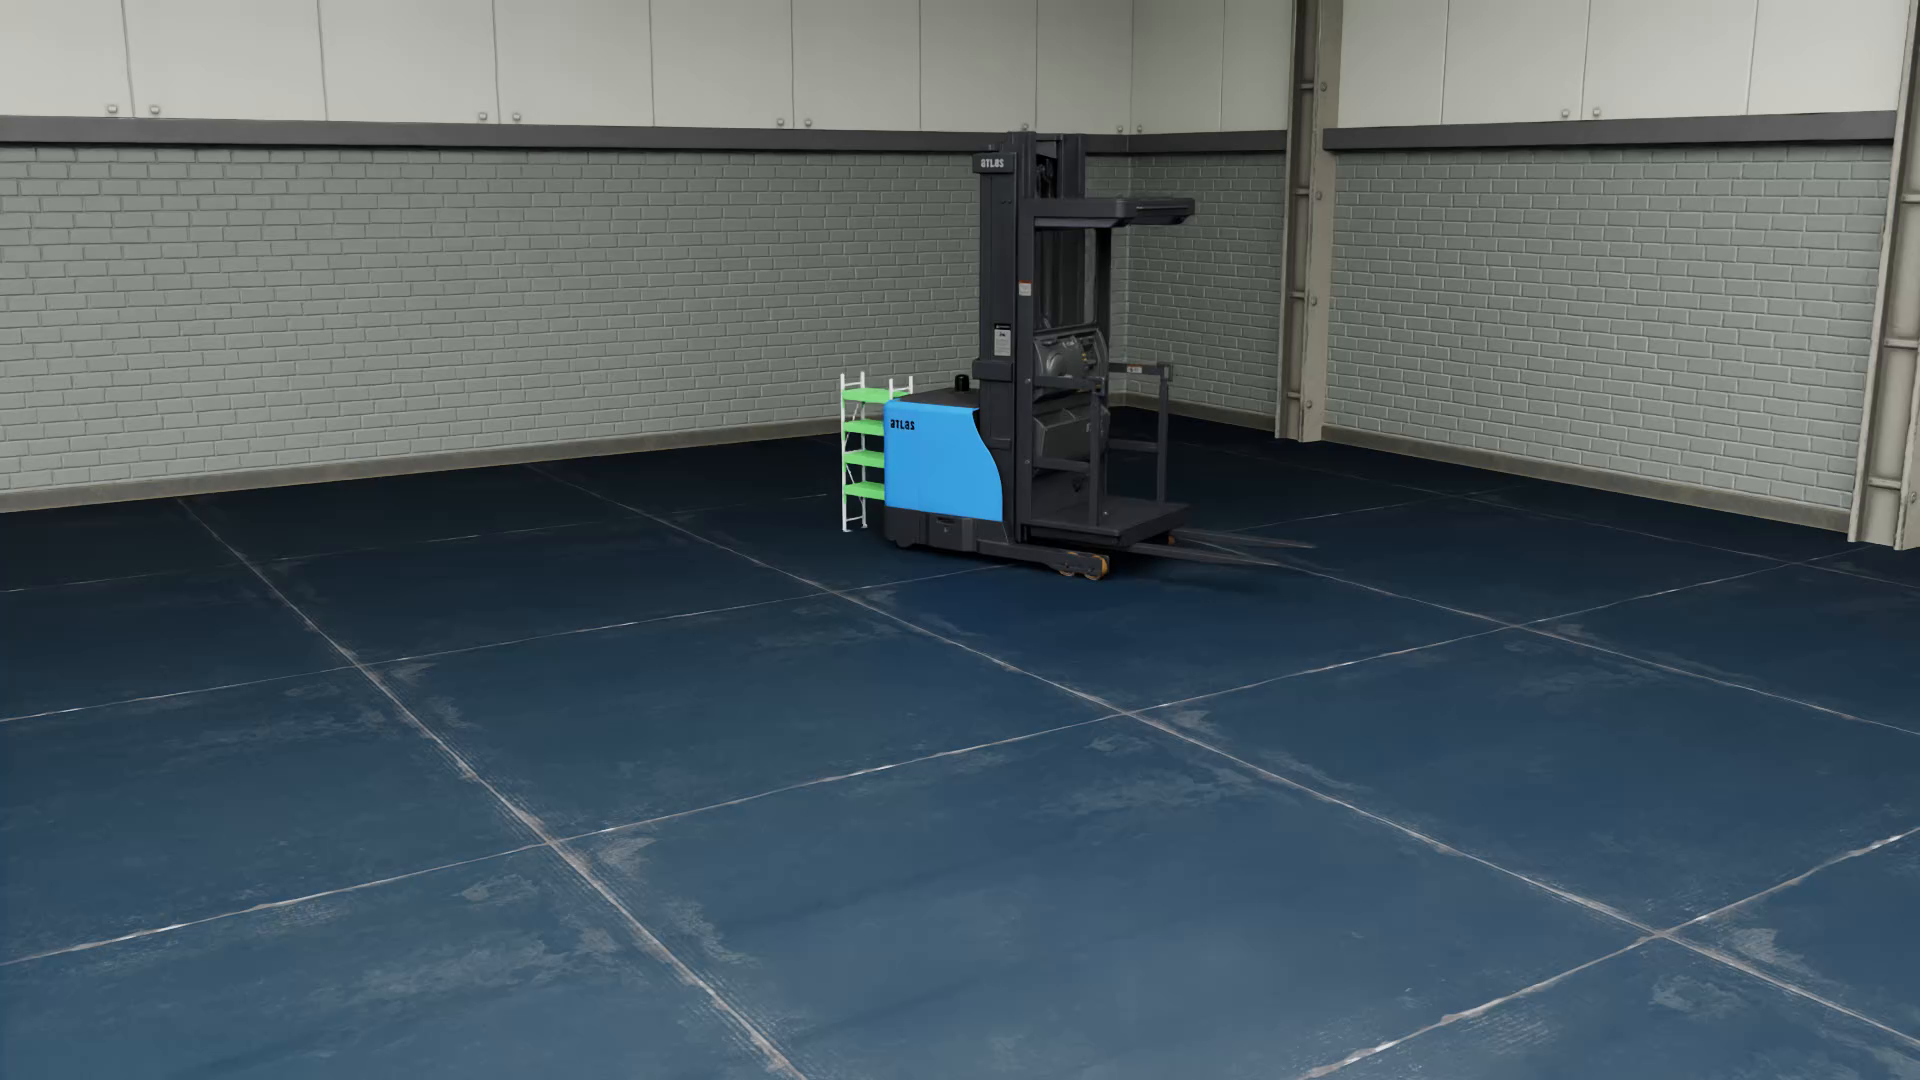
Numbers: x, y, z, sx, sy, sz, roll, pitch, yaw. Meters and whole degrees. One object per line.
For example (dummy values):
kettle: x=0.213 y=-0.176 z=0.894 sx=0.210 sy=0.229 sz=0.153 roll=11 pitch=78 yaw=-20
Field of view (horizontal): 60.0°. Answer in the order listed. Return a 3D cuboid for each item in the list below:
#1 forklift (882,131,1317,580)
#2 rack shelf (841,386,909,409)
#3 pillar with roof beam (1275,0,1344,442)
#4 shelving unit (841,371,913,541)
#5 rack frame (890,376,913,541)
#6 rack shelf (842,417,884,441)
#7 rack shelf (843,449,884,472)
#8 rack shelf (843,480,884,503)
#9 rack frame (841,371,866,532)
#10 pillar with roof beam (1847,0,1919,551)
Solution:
forklift: x=0.945 y=-1.293 z=11.414 sx=3.031 sy=2.935 sz=1.130 roll=8 pitch=15 yaw=33
rack shelf: x=-0.620 y=-1.042 z=12.371 sx=0.480 sy=0.148 sz=0.258 roll=10 pitch=16 yaw=38
pillar with roof beam: x=-0.094 y=-4.930 z=13.844 sx=9.100 sy=9.000 sz=0.400 roll=-8 pitch=15 yaw=-33
shelving unit: x=-0.620 y=-0.636 z=12.460 sx=0.503 sy=1.200 sz=0.258 roll=10 pitch=16 yaw=38
rack frame: x=-0.431 y=-0.603 z=12.309 sx=0.015 sy=1.200 sz=0.240 roll=10 pitch=16 yaw=38
rack shelf: x=-0.620 y=-0.808 z=12.423 sx=0.480 sy=0.148 sz=0.258 roll=10 pitch=16 yaw=38
rack shelf: x=-0.620 y=-0.573 z=12.474 sx=0.480 sy=0.148 sz=0.258 roll=10 pitch=16 yaw=38
rack shelf: x=-0.620 y=-0.339 z=12.525 sx=0.480 sy=0.148 sz=0.258 roll=10 pitch=16 yaw=38
rack frame: x=-0.809 y=-0.669 z=12.611 sx=0.015 sy=1.200 sz=0.240 roll=10 pitch=16 yaw=38
pillar with roof beam: x=3.230 y=-3.863 z=8.964 sx=9.100 sy=9.000 sz=0.400 roll=-8 pitch=15 yaw=-33
